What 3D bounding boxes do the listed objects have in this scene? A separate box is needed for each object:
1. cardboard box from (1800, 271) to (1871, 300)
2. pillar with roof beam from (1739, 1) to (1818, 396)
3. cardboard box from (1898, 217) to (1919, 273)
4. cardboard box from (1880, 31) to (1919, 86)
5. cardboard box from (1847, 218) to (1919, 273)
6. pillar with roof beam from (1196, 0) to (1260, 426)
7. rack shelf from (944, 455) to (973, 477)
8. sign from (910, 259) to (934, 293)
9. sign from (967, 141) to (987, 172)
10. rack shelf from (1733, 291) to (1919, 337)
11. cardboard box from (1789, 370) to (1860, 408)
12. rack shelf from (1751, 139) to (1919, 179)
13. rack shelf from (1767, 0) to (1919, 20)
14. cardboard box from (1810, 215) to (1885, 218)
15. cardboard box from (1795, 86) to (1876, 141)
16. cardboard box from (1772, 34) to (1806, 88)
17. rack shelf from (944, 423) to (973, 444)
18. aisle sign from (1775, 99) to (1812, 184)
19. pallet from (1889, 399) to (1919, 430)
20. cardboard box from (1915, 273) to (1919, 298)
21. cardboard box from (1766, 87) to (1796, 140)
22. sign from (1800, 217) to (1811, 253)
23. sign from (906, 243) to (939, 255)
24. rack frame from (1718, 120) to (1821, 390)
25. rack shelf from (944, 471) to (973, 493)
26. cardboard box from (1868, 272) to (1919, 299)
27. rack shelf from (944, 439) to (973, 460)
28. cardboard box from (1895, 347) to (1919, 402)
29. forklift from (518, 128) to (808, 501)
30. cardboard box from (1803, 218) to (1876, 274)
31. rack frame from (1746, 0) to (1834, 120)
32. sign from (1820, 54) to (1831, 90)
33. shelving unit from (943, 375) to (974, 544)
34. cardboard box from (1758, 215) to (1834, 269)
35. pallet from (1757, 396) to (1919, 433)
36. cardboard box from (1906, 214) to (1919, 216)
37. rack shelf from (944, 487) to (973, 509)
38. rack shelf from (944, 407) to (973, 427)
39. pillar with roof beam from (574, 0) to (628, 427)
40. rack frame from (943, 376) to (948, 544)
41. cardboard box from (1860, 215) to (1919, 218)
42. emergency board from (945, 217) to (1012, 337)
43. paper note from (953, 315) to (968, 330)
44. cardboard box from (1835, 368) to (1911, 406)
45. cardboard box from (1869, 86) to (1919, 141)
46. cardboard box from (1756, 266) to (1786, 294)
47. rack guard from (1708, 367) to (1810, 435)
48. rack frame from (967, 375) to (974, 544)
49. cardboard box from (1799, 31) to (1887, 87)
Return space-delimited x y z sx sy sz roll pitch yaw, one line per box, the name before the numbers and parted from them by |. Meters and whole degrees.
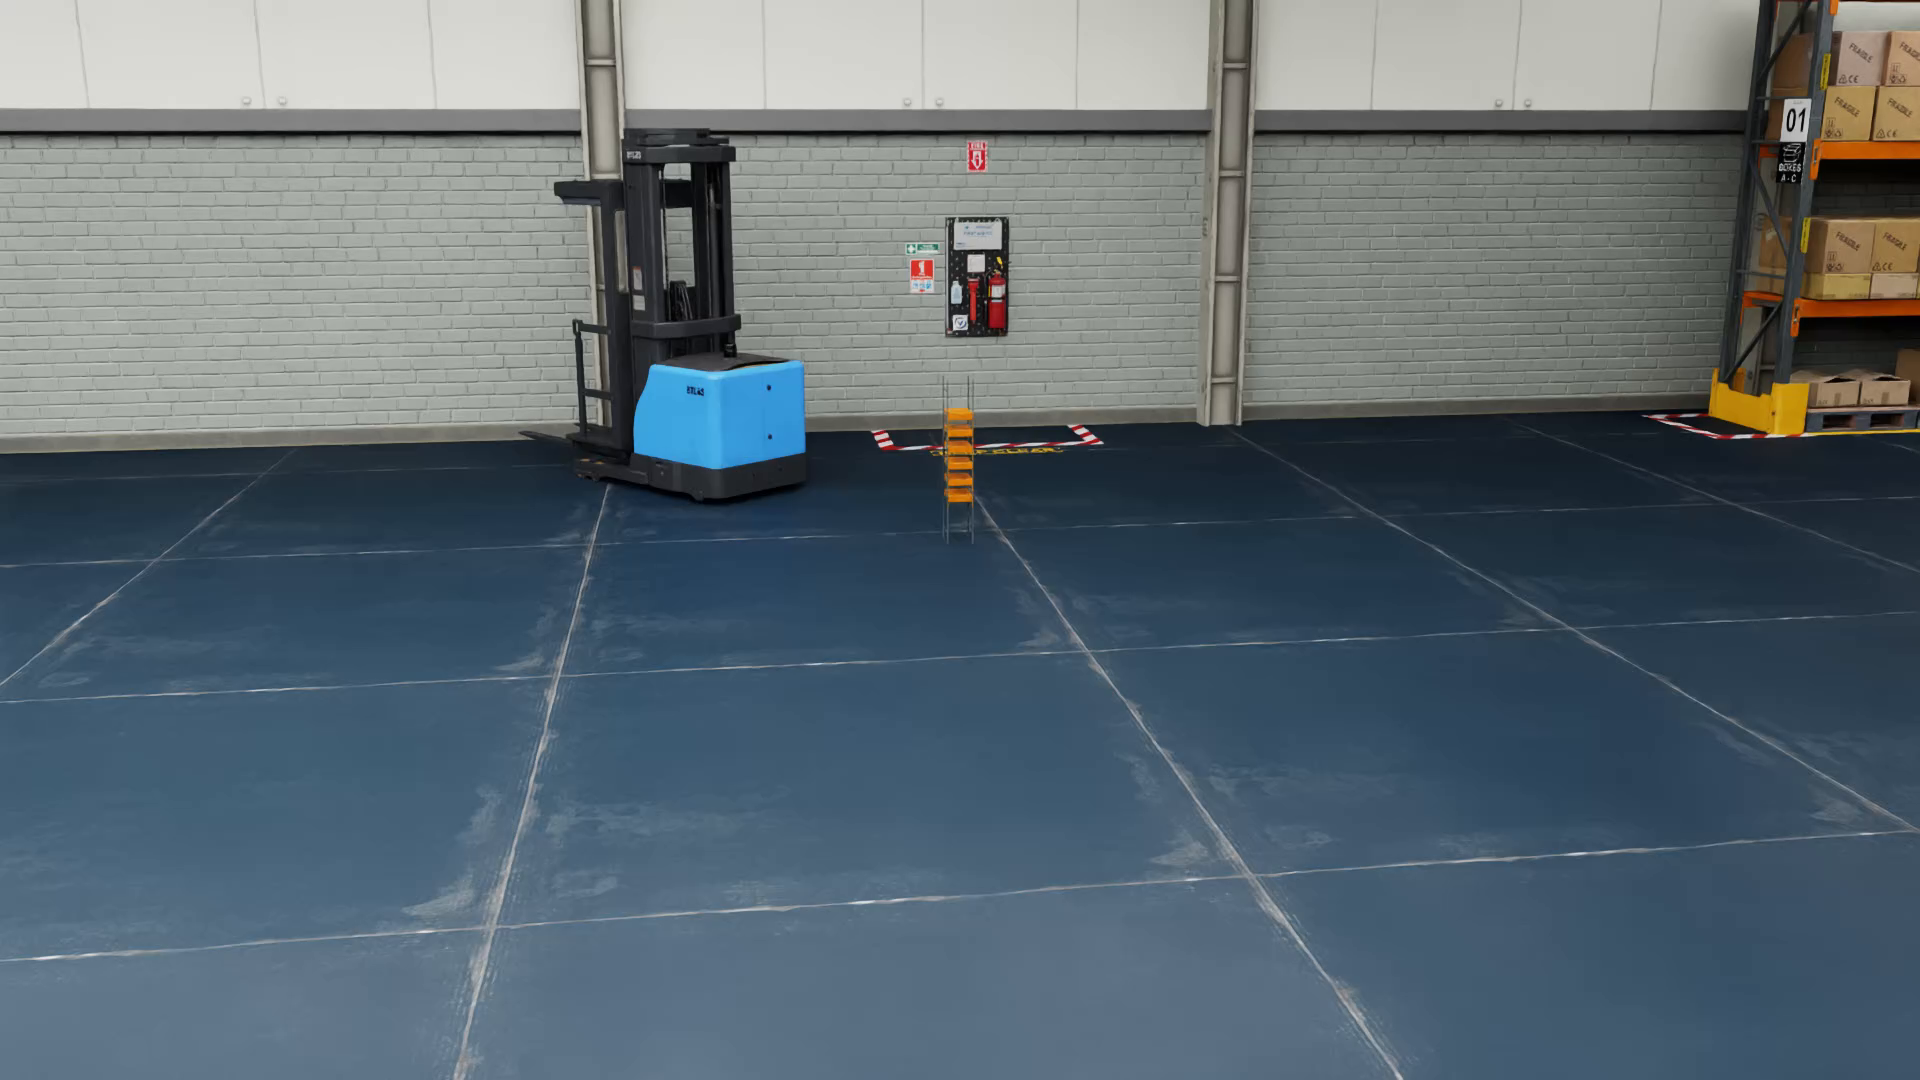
cardboard box | 8.539 -2.509 16.327 0.500 0.250 0.500 -3 14 -10
pillar with roof beam | 9.213 -4.738 12.617 0.400 9.000 9.100 -2 14 -8
cardboard box | 9.528 -2.909 16.381 0.500 0.500 0.500 -3 14 -10
cardboard box | 8.929 -4.590 15.891 0.500 0.500 0.500 -2 14 -9
cardboard box | 9.016 -2.892 16.312 0.500 0.500 0.500 -2 14 -8
pillar with roof beam | 3.280 -4.521 11.750 0.400 9.000 9.100 -2 14 -8
rack shelf | -0.014 -0.538 12.085 0.180 0.103 0.258 -2 14 -8
sign | -0.372 -2.588 16.303 0.234 0.329 0.001 -2 14 -8
sign | 0.167 -3.714 16.101 0.199 0.298 0.001 -2 14 -8
rack shelf | 9.986 -2.354 16.922 4.000 0.370 1.077 -2 14 -8
cardboard box | 8.706 -1.543 16.832 0.500 0.311 0.500 -4 15 -15
rack shelf | 9.986 -3.809 16.557 4.000 0.370 1.077 -2 14 -8
rack shelf | 9.986 -5.262 16.192 4.000 0.370 1.077 -2 14 -8
cardboard box | 8.942 -3.015 16.805 0.500 0.500 0.500 -2 14 -8
cardboard box | 8.377 -4.096 15.974 0.500 0.500 0.500 -2 14 -7
cardboard box | 8.396 -4.707 16.357 0.500 0.500 0.500 -1 14 -6
rack shelf | -0.014 -0.771 12.026 0.180 0.103 0.258 -2 14 -8
aisle sign | 7.982 -3.817 15.931 0.004 0.787 0.394 -2 14 -8
pallet | 10.096 -1.345 17.152 1.213 0.211 1.003 -2 14 -8
cardboard box | 9.555 -2.548 16.483 0.500 0.250 0.500 -2 14 -9
cardboard box | 8.384 -4.220 16.469 0.500 0.500 0.500 -1 14 -4
sign | 8.090 -2.920 15.919 0.005 0.325 0.100 -2 14 -8
sign | -0.367 -2.843 16.231 0.331 0.109 0.001 -2 14 -8
rack frame | 8.009 -2.631 16.545 0.127 3.000 1.000 -2 14 -8
rack shelf | -0.014 -0.422 12.114 0.180 0.103 0.258 -2 14 -8
cardboard box | 9.050 -2.531 16.416 0.500 0.250 0.500 -3 14 -10
rack shelf | -0.014 -0.655 12.055 0.180 0.103 0.258 -2 14 -8
cardboard box | 10.003 -1.670 16.950 0.500 0.500 0.700 -3 14 -12
forklift | -2.706 -2.011 14.213 3.031 2.935 1.130 12 19 40
cardboard box | 8.526 -2.876 16.250 0.500 0.500 0.500 -2 14 -8
rack frame | 8.009 -5.541 15.815 0.127 3.000 1.000 -2 14 -8
sign | 8.090 -4.379 15.553 0.005 0.325 0.100 -2 14 -8
shelving unit | -0.014 -0.581 12.074 0.189 1.200 0.258 -2 14 -8
cardboard box | 8.443 -3.000 16.742 0.500 0.500 0.500 -2 14 -9
pallet | 8.892 -1.302 16.979 1.213 0.211 1.003 -2 14 -8
cardboard box | 9.951 -3.053 16.957 0.500 0.500 0.500 -2 14 -8
rack shelf | -0.014 -0.306 12.143 0.180 0.103 0.258 -2 14 -8
rack shelf | -0.014 -0.888 11.997 0.180 0.103 0.258 -2 14 -8
pillar with roof beam | -2.653 -4.304 10.883 0.400 9.000 9.100 -2 14 -8
rack frame | -0.105 -0.578 12.061 0.006 1.200 0.240 -2 14 -8
cardboard box | 9.453 -3.035 16.884 0.500 0.500 0.500 -2 14 -10
emergency board | 0.190 -2.566 16.288 0.643 1.169 0.194 -2 14 -8
paper note | 0.004 -2.149 16.436 0.142 0.148 0.016 -2 14 -8
cardboard box | 9.270 -1.564 16.915 0.500 0.311 0.500 -1 14 -4
cardboard box | 8.913 -4.107 16.017 0.500 0.500 0.500 -1 14 -5
cardboard box | 8.442 -2.631 16.814 0.500 0.250 0.500 -2 14 -7
rack guard | 8.084 -1.421 16.860 0.348 0.500 1.175 -2 14 -8
rack frame | 0.076 -0.585 12.087 0.006 1.200 0.240 -2 14 -8
cardboard box | 8.426 -4.584 15.867 0.500 0.500 0.500 -3 14 -12
